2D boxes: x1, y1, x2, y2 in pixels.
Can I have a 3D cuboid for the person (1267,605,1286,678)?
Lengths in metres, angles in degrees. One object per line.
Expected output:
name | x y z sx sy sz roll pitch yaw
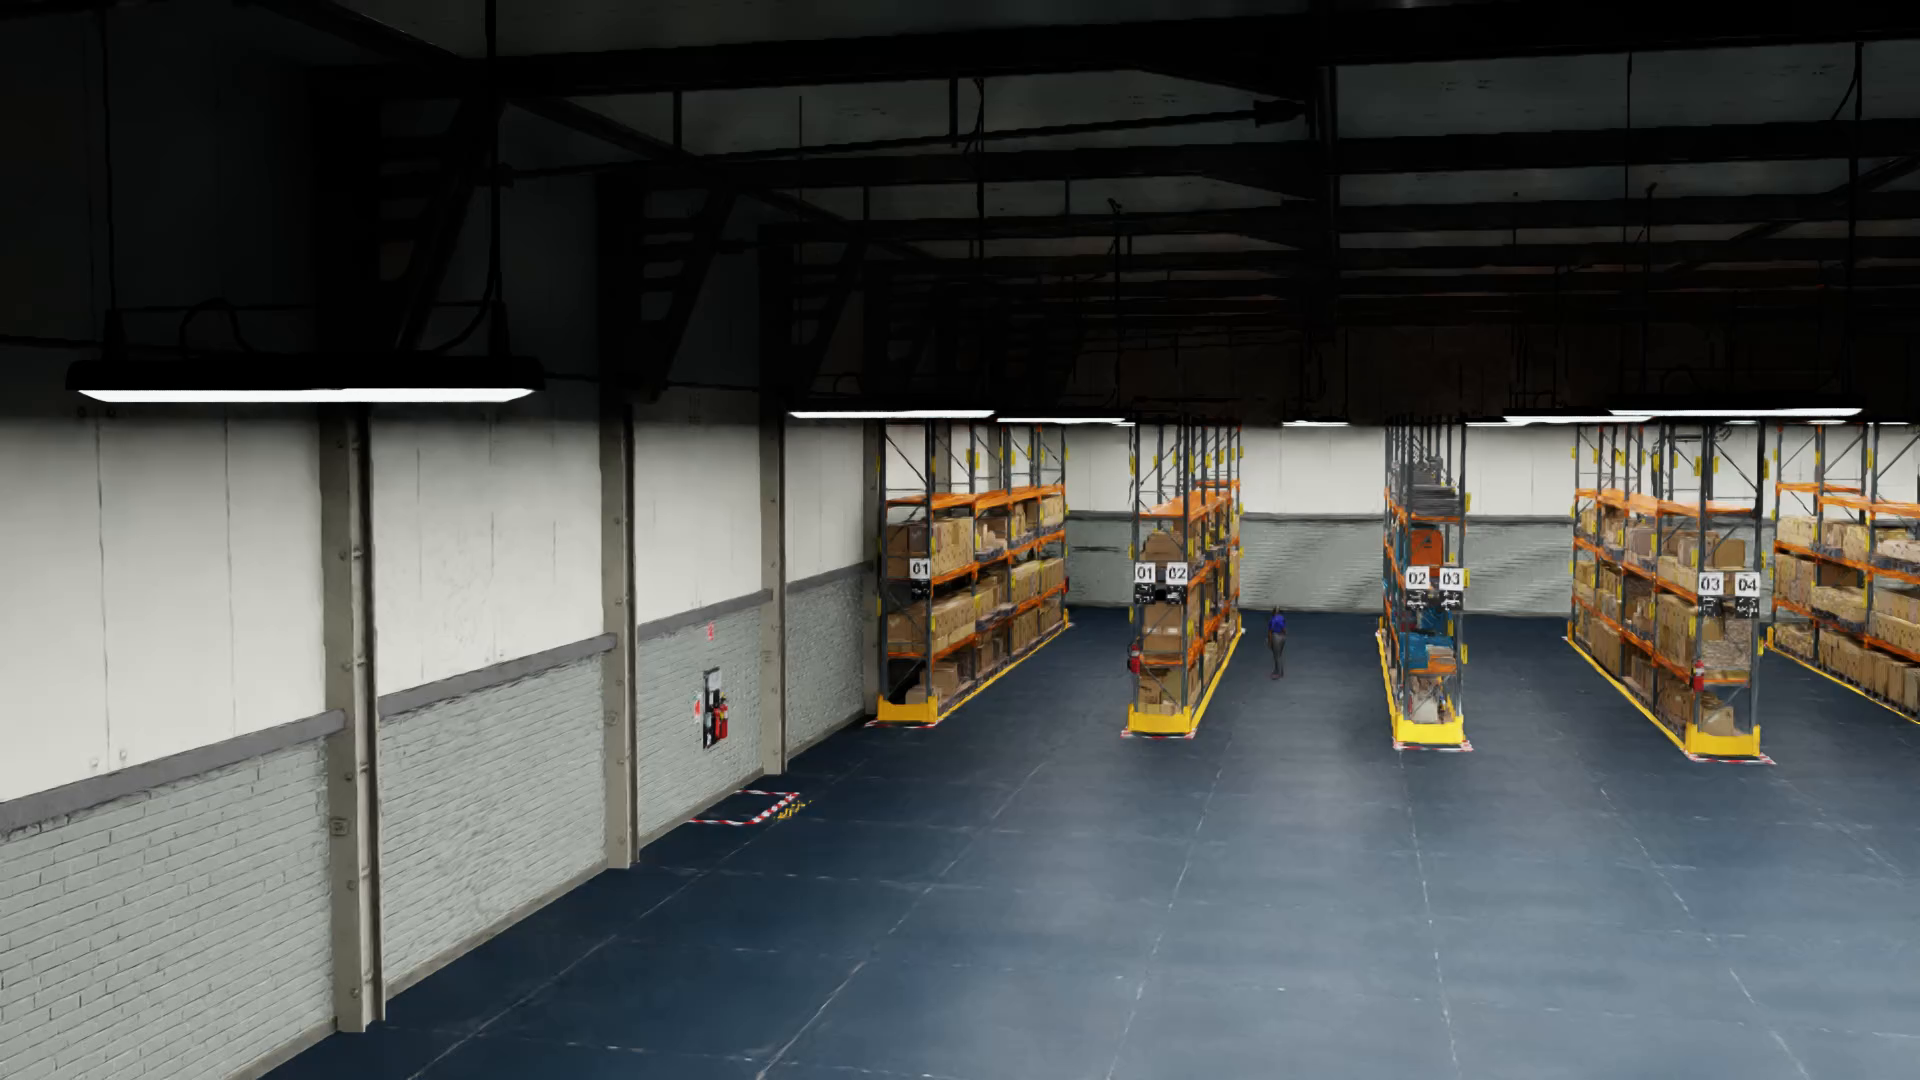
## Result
person | 7.239 2.304 38.124 0.551 1.653 0.574 4 5 44

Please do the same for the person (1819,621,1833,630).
person | 23.719 1.756 45.748 0.510 1.725 0.707 -1 4 -15

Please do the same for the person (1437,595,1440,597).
person | 13.916 1.578 48.482 0.783 1.736 0.557 -2 4 -28
